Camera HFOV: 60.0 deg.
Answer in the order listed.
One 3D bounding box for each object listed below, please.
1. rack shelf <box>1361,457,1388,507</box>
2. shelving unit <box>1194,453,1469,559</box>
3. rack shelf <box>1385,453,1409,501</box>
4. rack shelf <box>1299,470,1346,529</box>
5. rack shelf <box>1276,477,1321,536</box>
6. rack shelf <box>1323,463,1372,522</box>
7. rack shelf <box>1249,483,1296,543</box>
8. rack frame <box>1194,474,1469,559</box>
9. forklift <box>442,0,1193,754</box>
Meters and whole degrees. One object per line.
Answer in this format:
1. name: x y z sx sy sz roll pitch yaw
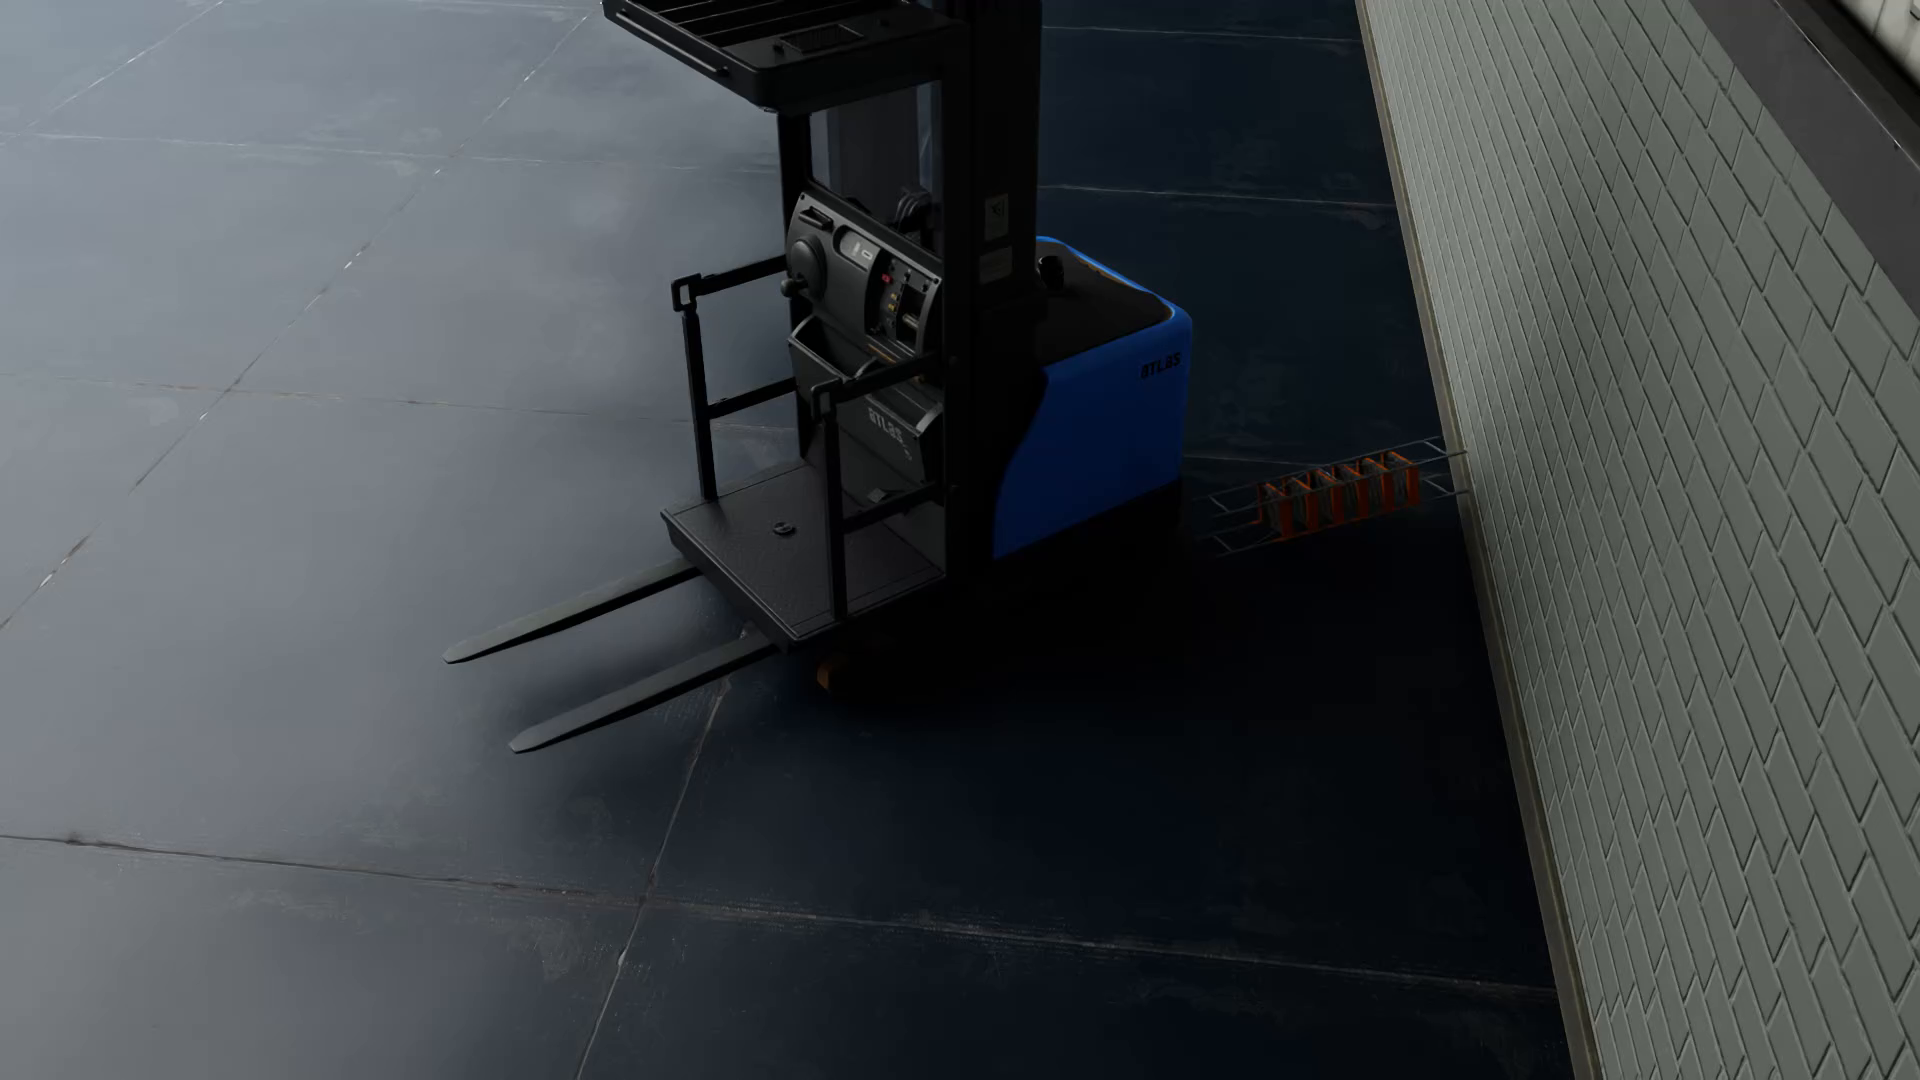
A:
1. rack shelf: 1.820 -0.248 7.264 0.034 0.171 0.221 -14 24 -11
2. shelving unit: 1.608 -0.192 7.221 1.200 0.184 0.258 -14 24 -11
3. rack shelf: 1.927 -0.275 7.286 0.020 0.166 0.199 -14 24 -11
4. rack shelf: 1.566 -0.183 7.211 0.103 0.180 0.258 -14 24 -11
5. rack shelf: 1.452 -0.154 7.187 0.103 0.180 0.258 -14 24 -11
6. rack shelf: 1.680 -0.212 7.235 0.103 0.180 0.258 -14 24 -11
7. rack shelf: 1.338 -0.125 7.164 0.103 0.180 0.258 -14 24 -11
8. rack frame: 1.622 -0.111 7.256 1.200 0.006 0.240 -14 24 -11
9. forklift: -0.533 -0.888 6.086 3.031 2.797 1.129 -23 42 -29
